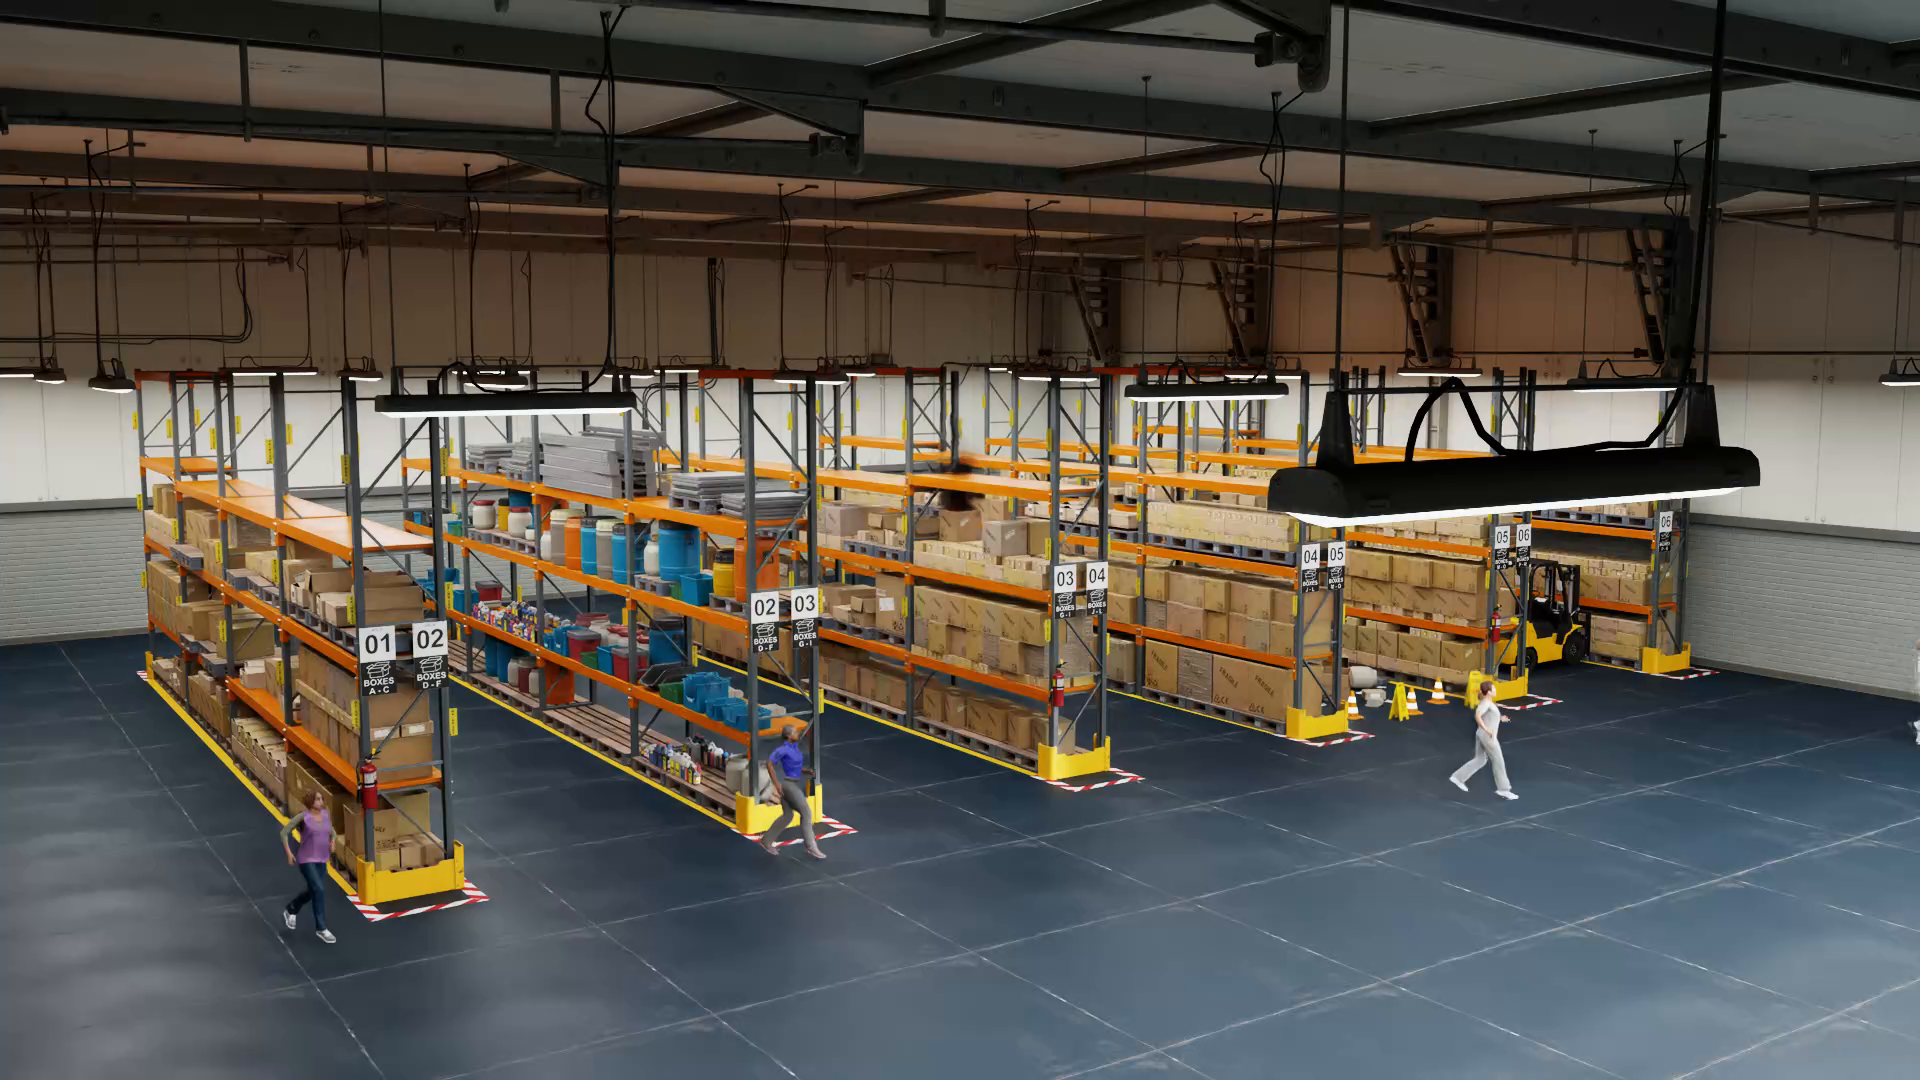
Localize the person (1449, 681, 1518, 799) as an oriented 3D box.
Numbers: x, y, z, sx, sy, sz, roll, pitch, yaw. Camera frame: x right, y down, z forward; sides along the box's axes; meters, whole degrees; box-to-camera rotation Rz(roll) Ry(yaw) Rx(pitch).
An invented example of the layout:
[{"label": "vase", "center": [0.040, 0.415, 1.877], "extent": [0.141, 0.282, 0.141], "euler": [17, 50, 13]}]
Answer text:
[{"label": "person", "center": [7.456, 2.829, 23.606], "extent": [0.954, 1.688, 0.565], "euler": [0, 6, 4]}]

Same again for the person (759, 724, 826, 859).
[{"label": "person", "center": [-2.100, 3.150, 20.945], "extent": [0.858, 1.651, 0.593], "euler": [0, 6, 4]}]

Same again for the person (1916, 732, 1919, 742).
[{"label": "person", "center": [15.797, 2.454, 26.676], "extent": [0.713, 1.787, 0.689], "euler": [5, 8, 36]}]

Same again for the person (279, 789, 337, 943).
[{"label": "person", "center": [-7.009, 3.504, 18.073], "extent": [0.817, 1.582, 0.559], "euler": [4, 7, 30]}]
